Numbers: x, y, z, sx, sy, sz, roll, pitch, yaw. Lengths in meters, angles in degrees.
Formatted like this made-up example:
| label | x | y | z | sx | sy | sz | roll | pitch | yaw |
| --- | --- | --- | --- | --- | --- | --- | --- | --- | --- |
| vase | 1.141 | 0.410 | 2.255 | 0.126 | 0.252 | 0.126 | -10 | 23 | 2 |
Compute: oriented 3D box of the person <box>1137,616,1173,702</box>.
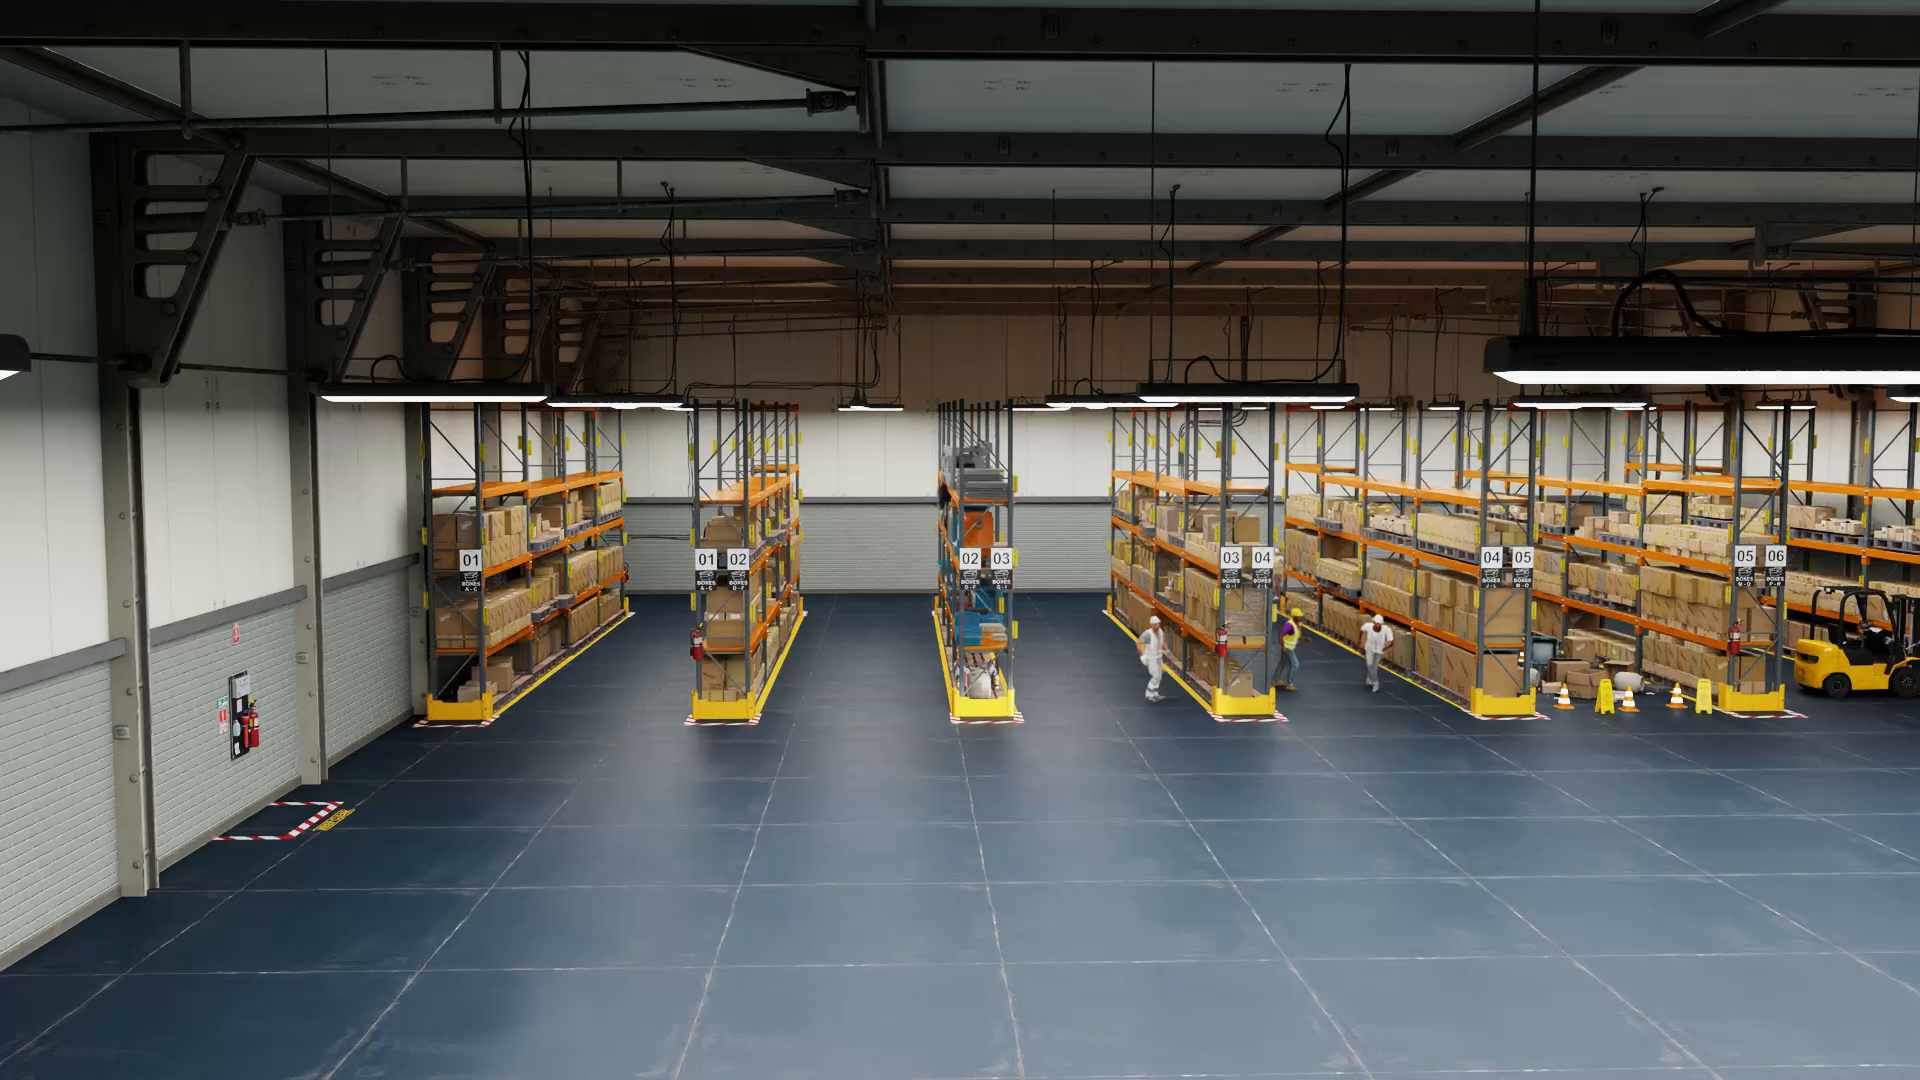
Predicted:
| label | x | y | z | sx | sy | sz | roll | pitch | yaw |
| --- | --- | --- | --- | --- | --- | --- | --- | --- | --- |
| person | 3.878 | 2.362 | 33.105 | 0.704 | 1.718 | 0.660 | -4 | 6 | -40 |

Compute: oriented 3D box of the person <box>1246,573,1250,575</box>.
| label | x | y | z | sx | sy | sz | roll | pitch | yaw |
| --- | --- | --- | --- | --- | --- | --- | --- | --- | --- |
| person | 8.116 | 1.344 | 48.011 | 0.617 | 1.526 | 0.727 | 3 | 5 | 36 |

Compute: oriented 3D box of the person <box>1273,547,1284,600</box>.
| label | x | y | z | sx | sy | sz | roll | pitch | yaw |
| --- | --- | --- | --- | --- | --- | --- | --- | --- | --- |
| person | 9.666 | 1.052 | 50.682 | 0.585 | 1.706 | 0.666 | 3 | 5 | 32 |

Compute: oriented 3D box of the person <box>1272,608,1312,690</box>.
| label | x | y | z | sx | sy | sz | roll | pitch | yaw |
| --- | --- | --- | --- | --- | --- | --- | --- | --- | --- |
| person | 6.898 | 2.256 | 34.602 | 0.827 | 1.707 | 0.741 | 2 | 5 | 20 |

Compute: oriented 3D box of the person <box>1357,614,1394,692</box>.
| label | x | y | z | sx | sy | sz | roll | pitch | yaw |
| --- | --- | --- | --- | --- | --- | --- | --- | --- | --- |
| person | 8.595 | 2.289 | 34.442 | 0.714 | 1.595 | 1.080 | 1 | 4 | 9 |
